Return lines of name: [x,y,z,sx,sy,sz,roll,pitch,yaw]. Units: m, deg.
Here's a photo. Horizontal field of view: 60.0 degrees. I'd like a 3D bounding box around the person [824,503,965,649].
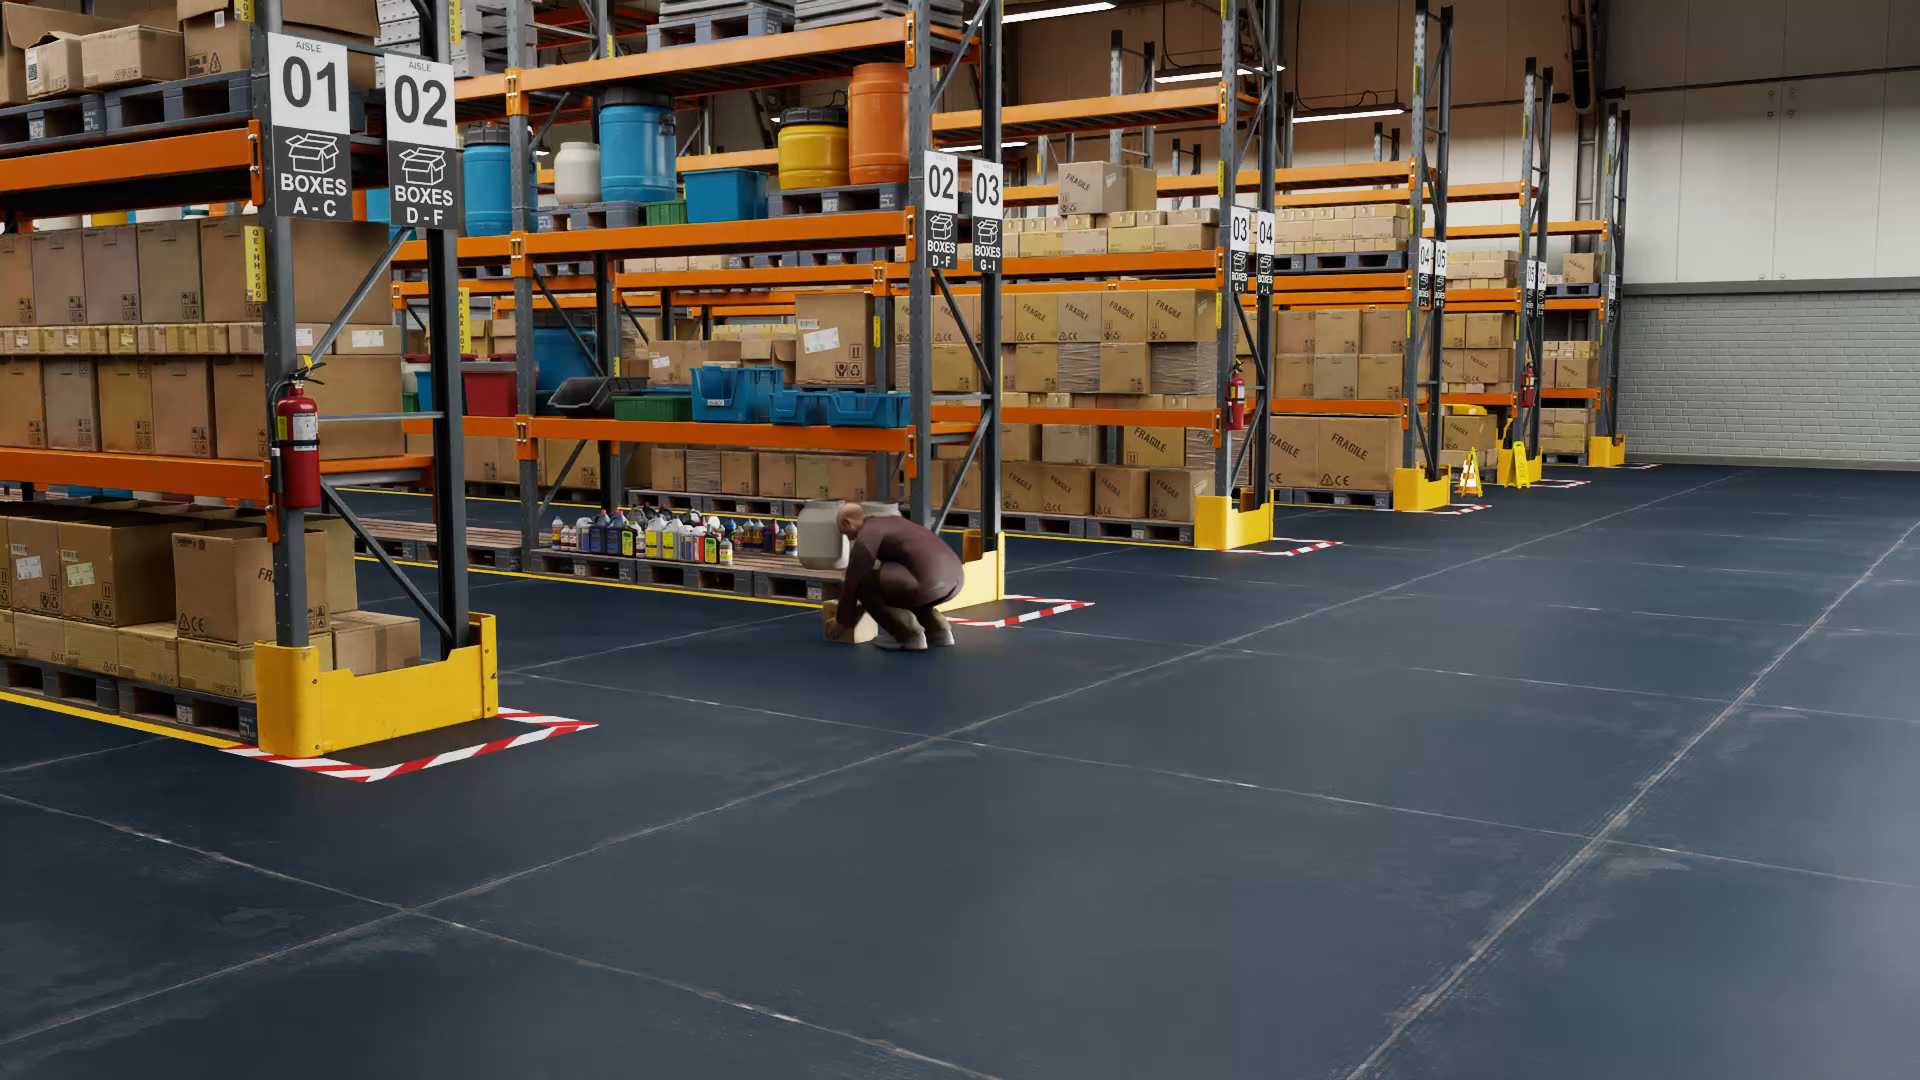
person: [-0.395,0.224,10.390,0.899,0.880,0.603,4,7,34]
